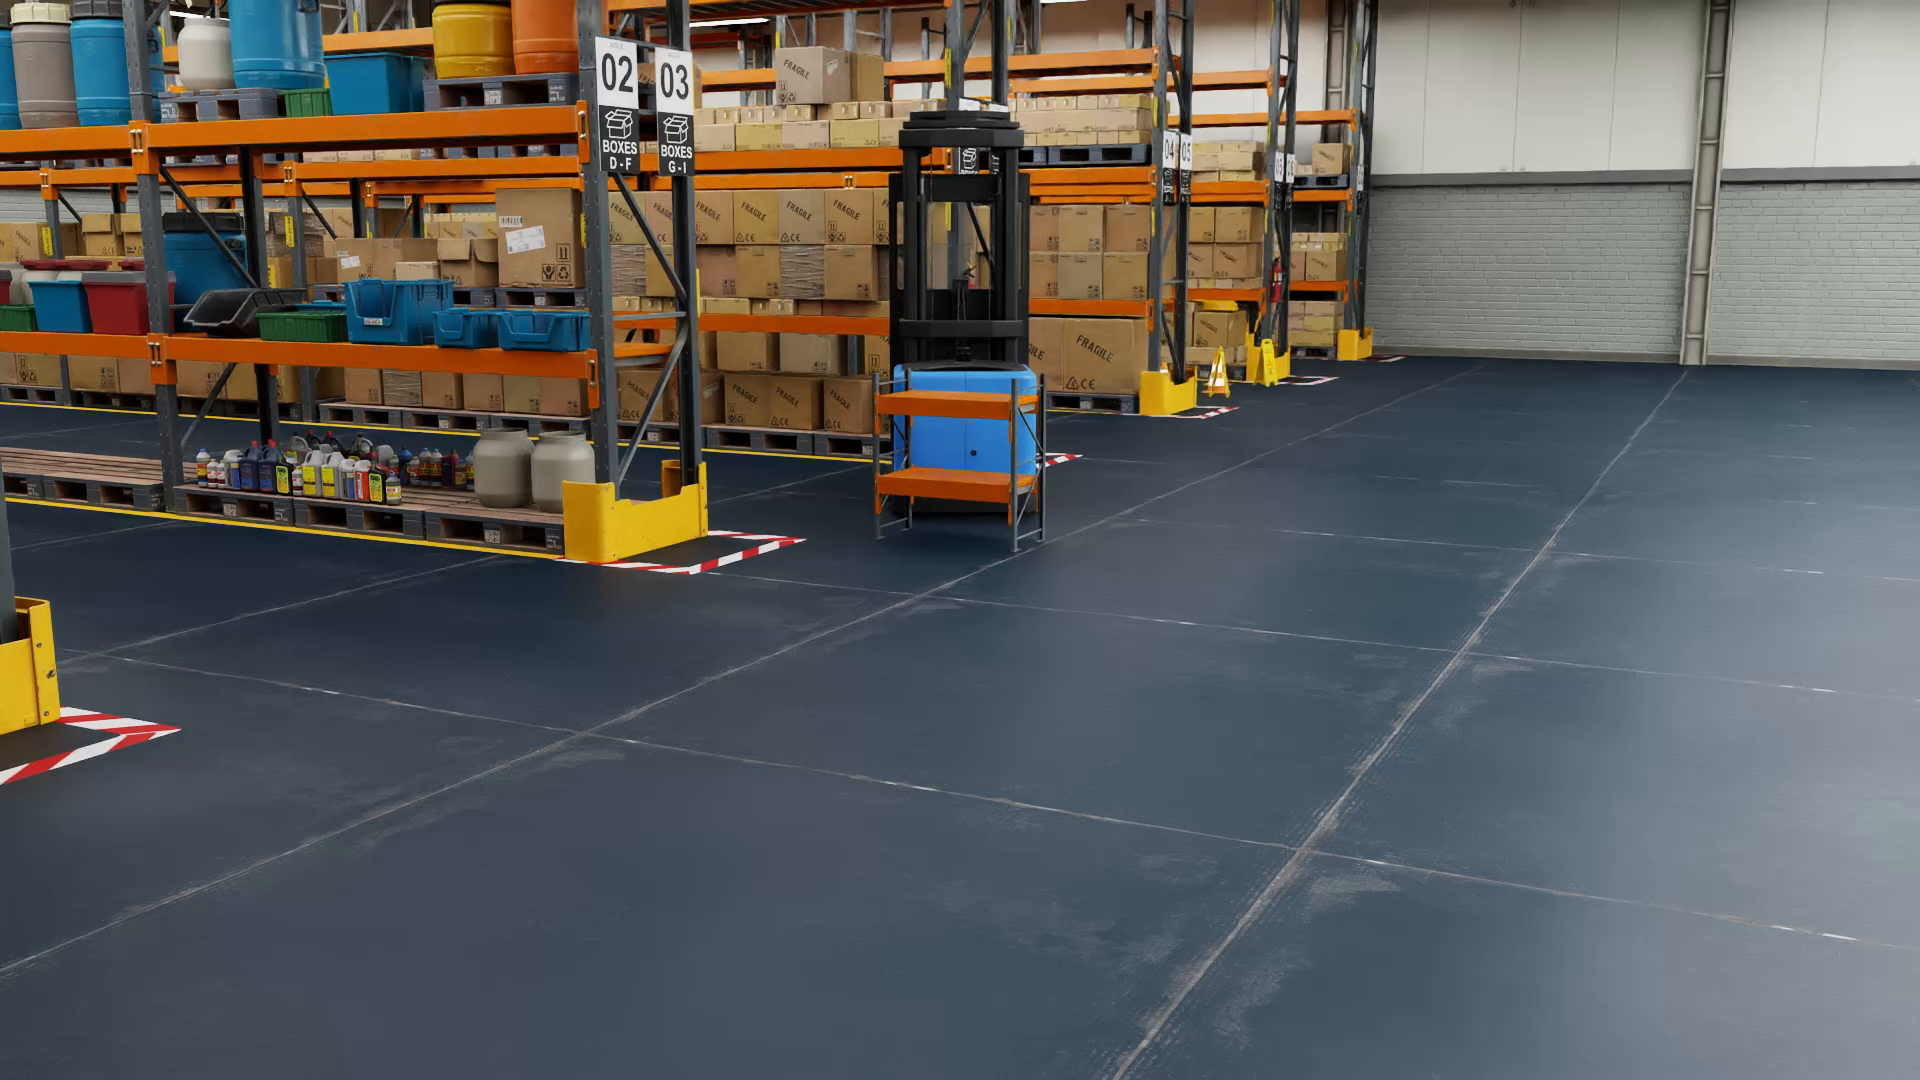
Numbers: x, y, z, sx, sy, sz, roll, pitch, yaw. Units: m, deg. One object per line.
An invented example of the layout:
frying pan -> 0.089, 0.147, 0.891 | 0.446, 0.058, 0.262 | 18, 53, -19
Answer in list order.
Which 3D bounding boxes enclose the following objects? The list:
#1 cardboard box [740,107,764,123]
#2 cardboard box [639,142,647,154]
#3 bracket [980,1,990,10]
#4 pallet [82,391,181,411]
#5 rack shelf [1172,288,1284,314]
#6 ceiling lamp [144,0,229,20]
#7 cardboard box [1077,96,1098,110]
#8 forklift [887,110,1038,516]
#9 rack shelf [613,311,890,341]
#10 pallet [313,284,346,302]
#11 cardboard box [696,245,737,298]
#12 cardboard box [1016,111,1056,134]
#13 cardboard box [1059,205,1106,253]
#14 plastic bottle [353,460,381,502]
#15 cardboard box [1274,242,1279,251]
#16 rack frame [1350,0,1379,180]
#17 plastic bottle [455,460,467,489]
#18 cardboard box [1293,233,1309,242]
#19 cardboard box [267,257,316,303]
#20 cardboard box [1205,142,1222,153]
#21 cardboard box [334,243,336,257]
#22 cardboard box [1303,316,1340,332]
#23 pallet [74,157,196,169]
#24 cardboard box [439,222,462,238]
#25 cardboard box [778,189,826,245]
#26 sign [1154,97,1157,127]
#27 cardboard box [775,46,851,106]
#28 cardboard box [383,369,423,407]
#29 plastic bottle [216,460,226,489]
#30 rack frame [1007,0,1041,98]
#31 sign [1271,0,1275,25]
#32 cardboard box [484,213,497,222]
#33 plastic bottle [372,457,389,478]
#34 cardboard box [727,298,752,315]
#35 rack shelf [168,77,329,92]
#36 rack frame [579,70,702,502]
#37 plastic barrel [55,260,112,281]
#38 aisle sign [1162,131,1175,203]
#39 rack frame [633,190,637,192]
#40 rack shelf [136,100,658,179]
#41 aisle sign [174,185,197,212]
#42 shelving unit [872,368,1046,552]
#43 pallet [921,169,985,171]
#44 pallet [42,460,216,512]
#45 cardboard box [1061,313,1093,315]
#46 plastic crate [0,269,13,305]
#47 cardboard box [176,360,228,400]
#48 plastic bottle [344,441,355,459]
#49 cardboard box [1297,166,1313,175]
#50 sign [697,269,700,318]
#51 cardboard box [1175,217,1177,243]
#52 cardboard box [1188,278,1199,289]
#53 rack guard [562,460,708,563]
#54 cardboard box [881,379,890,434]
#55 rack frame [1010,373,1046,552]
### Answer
cardboard box -> -1.840, -3.954, 15.534 | 0.250, 0.149, 0.380 | 5, 12, 27
cardboard box -> -3.137, -3.868, 16.177 | 0.500, 0.250, 0.500 | 5, 11, 24
bracket -> 0.602, -9.973, 30.962 | 0.430, 0.232, 0.235 | 5, 11, 26
pallet -> -9.876, -1.751, 20.315 | 1.213, 0.211, 1.003 | 5, 11, 26
rack shelf -> 2.751, -3.613, 24.791 | 4.000, 0.370, 1.077 | 5, 11, 26
ceiling lamp -> -13.284, -10.719, 28.798 | 0.800, 3.185, 2.000 | 5, 11, 26
cardboard box -> 1.540, -5.024, 19.151 | 0.250, 0.149, 0.380 | 5, 12, 27
forklift -> -0.016, -1.837, 13.151 | 1.130, 2.935, 3.031 | 0, 10, -2
rack shelf -> -1.634, -2.030, 16.046 | 4.000, 0.370, 1.077 | 5, 11, 26
pallet -> -6.328, -2.724, 18.395 | 1.003, 0.211, 1.213 | 5, 11, 26
cardboard box -> -2.125, -2.624, 16.189 | 0.500, 0.500, 0.875 | 5, 11, 26
cardboard box -> 0.985, -4.889, 19.522 | 0.500, 0.250, 0.500 | 5, 11, 25
cardboard box -> 1.595, -3.680, 19.688 | 0.550, 0.550, 0.875 | 5, 11, 26
plastic bottle -> -4.087, -0.411, 11.491 | 0.135, 0.276, 0.152 | 5, 11, 26
cardboard box -> 5.377, -5.034, 28.520 | 0.250, 0.149, 0.380 | 5, 11, 24
rack frame -> 6.738, -7.555, 27.704 | 0.127, 3.000, 1.000 | 5, 11, 26
plastic bottle -> -3.613, -0.476, 12.060 | 0.097, 0.201, 0.097 | 0, 10, 0
cardboard box -> 5.842, -5.143, 28.285 | 0.250, 0.149, 0.380 | 5, 12, 27
cardboard box -> -7.567, -2.906, 18.582 | 0.500, 0.500, 0.500 | 5, 12, 28
cardboard box -> 3.660, -5.577, 23.668 | 0.250, 0.149, 0.380 | 5, 11, 25
cardboard box -> -8.875, -4.145, 24.595 | 0.500, 0.500, 0.500 | 5, 11, 26
cardboard box -> 6.163, -3.691, 28.337 | 0.500, 0.250, 0.500 | 5, 11, 25
pallet -> -9.758, -4.490, 19.730 | 1.217, 0.209, 0.805 | 5, 11, 24
cardboard box -> -9.033, -5.489, 30.046 | 0.500, 0.500, 0.500 | 5, 11, 24
cardboard box -> -1.341, -2.997, 15.441 | 0.500, 0.500, 0.500 | 5, 11, 26
sign -> 2.193, -4.798, 18.633 | 0.005, 0.325, 0.100 | 5, 11, 26
cardboard box -> -1.342, -4.226, 15.216 | 0.500, 0.500, 0.500 | 5, 11, 26
cardboard box -> -5.902, -1.752, 18.274 | 0.500, 0.500, 0.700 | 4, 11, 21
plastic bottle -> -5.345, -0.479, 12.078 | 0.097, 0.201, 0.097 | 0, 10, 0
rack frame -> 0.958, -7.077, 25.064 | 0.127, 3.000, 1.000 | 5, 11, 26
sign -> 4.281, -7.212, 22.744 | 0.005, 0.325, 0.100 | 5, 11, 26
cardboard box -> -8.236, -5.730, 29.556 | 0.250, 0.149, 0.380 | 5, 11, 24
plastic bottle -> -4.040, -0.432, 11.584 | 0.133, 0.283, 0.061 | 5, 11, 26
cardboard box -> -2.016, -2.237, 15.875 | 0.250, 0.149, 0.380 | 5, 11, 26
rack shelf -> -10.110, -6.711, 25.070 | 4.000, 0.370, 1.077 | 5, 11, 26
rack frame -> -2.032, -1.436, 10.741 | 0.127, 3.000, 1.000 | 5, 11, 26
plastic barrel -> -7.038, -1.986, 13.400 | 0.433, 0.535, 0.433 | 0, 10, 0
aisle sign -> 2.376, -4.237, 18.917 | 0.004, 0.787, 0.394 | 5, 11, 26
rack frame -> -4.729, -3.641, 22.927 | 0.127, 3.000, 1.000 | 5, 11, 26
rack shelf -> -3.825, -2.715, 11.408 | 4.000, 0.370, 1.077 | 5, 11, 26
aisle sign -> -12.102, -5.509, 25.946 | 0.004, 0.787, 0.394 | 5, 11, 26
shelving unit -> -0.006, -0.554, 11.133 | 1.048, 1.125, 0.538 | 5, 11, 26
pallet -> -0.413, -4.692, 20.561 | 1.213, 0.211, 1.003 | 5, 11, 26
pallet -> -6.340, -0.434, 13.038 | 1.213, 0.211, 1.003 | 5, 11, 26
cardboard box -> 1.853, -3.217, 25.021 | 0.500, 0.500, 0.500 | 6, 12, 28
plastic crate -> -7.892, -1.921, 13.244 | 0.583, 0.464, 0.402 | 5, 11, 26
cardboard box -> -8.420, -2.147, 19.460 | 0.875, 0.875, 1.225 | 5, 11, 26
plastic bottle -> -4.577, -0.605, 12.541 | 0.133, 0.283, 0.061 | 6, 12, 30
cardboard box -> 5.860, -6.228, 28.040 | 0.250, 0.149, 0.380 | 5, 11, 24
sign -> -1.784, -1.659, 11.199 | 0.005, 0.325, 0.100 | 5, 11, 26
cardboard box -> 3.037, -4.567, 24.120 | 0.500, 0.500, 0.700 | 5, 11, 25
cardboard box -> 3.374, -3.723, 24.081 | 0.250, 0.149, 0.380 | 5, 12, 27
rack guard -> -2.121, -0.204, 10.955 | 0.348, 0.500, 1.175 | 5, 11, 26
cardboard box -> -0.393, -1.255, 15.583 | 0.500, 0.500, 0.500 | 8, 13, 36
rack frame -> 0.450, -0.514, 10.912 | 0.032, 1.125, 0.500 | 5, 11, 26
